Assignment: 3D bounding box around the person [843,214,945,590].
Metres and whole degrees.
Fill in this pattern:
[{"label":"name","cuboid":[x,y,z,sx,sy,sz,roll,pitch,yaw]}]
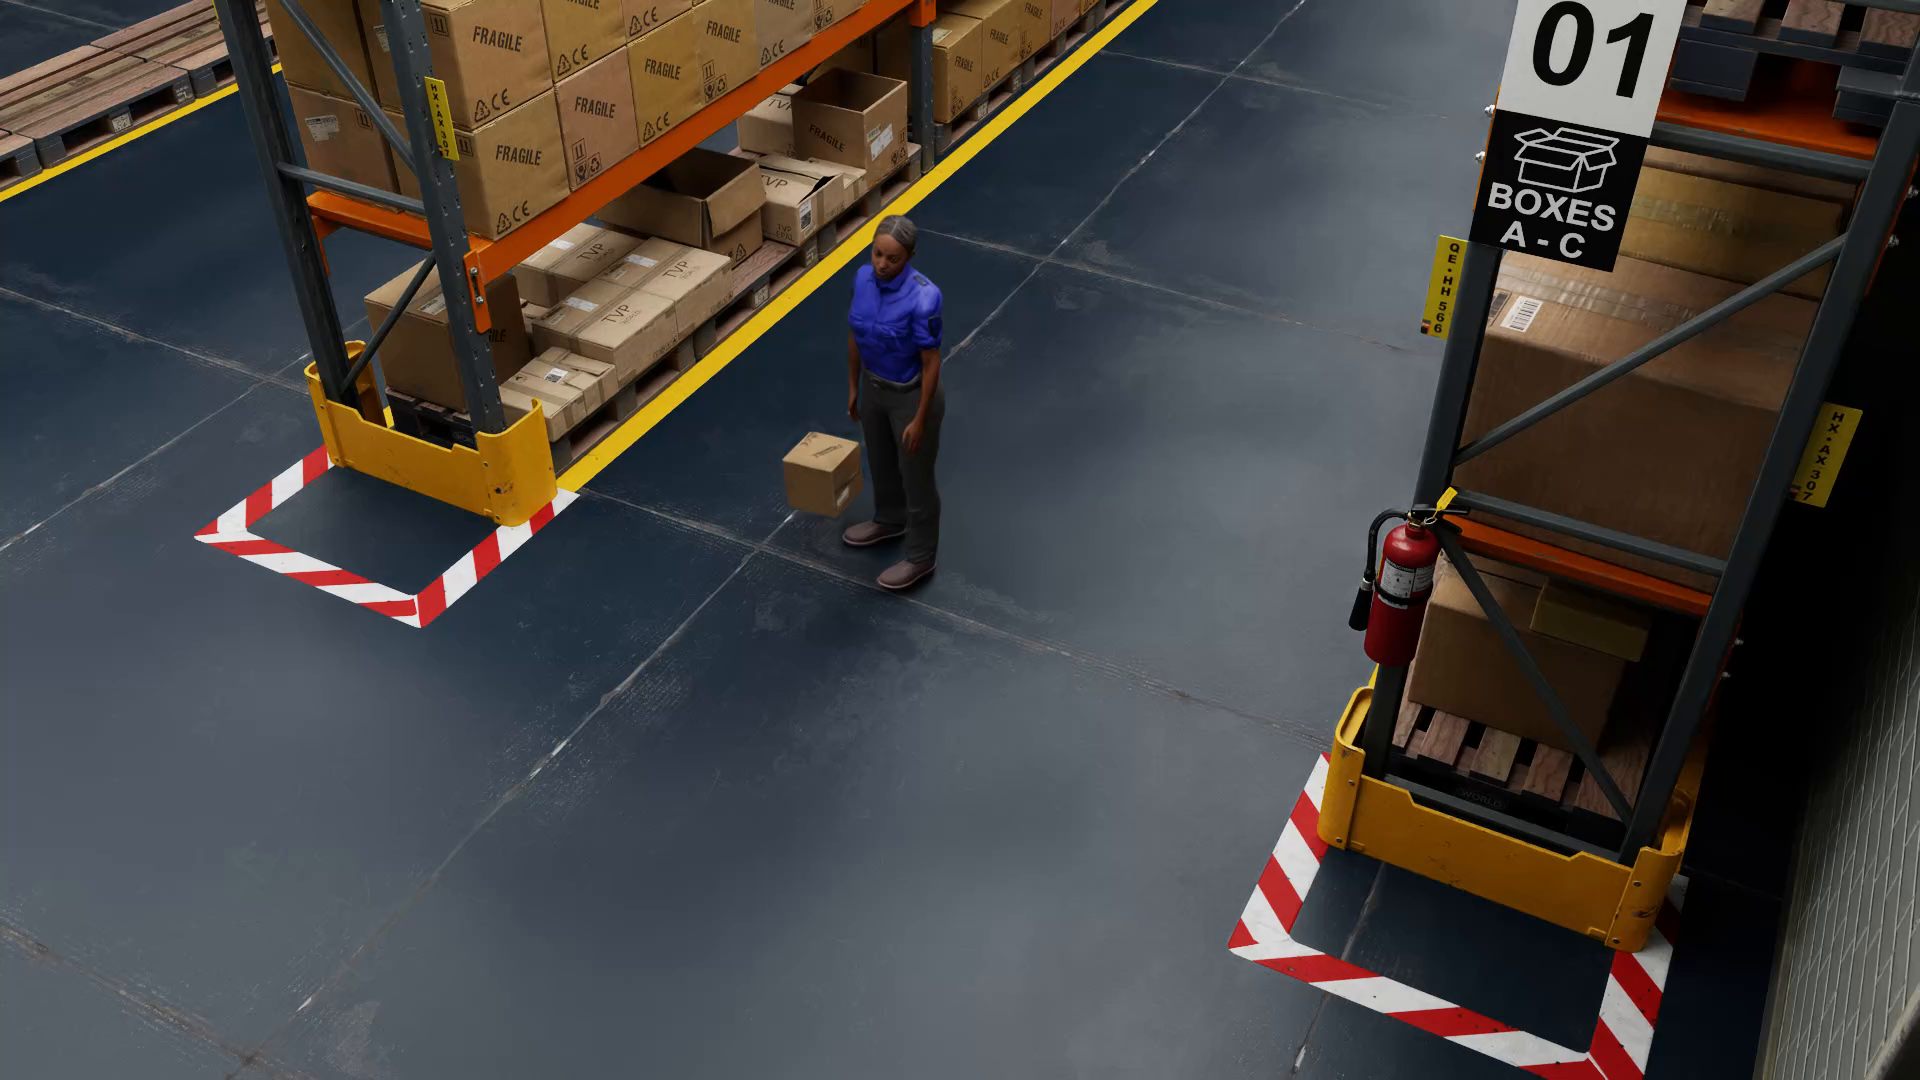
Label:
[{"label":"person","cuboid":[-0.304,-0.569,6.841,0.531,1.667,0.402,30,47,33]}]
